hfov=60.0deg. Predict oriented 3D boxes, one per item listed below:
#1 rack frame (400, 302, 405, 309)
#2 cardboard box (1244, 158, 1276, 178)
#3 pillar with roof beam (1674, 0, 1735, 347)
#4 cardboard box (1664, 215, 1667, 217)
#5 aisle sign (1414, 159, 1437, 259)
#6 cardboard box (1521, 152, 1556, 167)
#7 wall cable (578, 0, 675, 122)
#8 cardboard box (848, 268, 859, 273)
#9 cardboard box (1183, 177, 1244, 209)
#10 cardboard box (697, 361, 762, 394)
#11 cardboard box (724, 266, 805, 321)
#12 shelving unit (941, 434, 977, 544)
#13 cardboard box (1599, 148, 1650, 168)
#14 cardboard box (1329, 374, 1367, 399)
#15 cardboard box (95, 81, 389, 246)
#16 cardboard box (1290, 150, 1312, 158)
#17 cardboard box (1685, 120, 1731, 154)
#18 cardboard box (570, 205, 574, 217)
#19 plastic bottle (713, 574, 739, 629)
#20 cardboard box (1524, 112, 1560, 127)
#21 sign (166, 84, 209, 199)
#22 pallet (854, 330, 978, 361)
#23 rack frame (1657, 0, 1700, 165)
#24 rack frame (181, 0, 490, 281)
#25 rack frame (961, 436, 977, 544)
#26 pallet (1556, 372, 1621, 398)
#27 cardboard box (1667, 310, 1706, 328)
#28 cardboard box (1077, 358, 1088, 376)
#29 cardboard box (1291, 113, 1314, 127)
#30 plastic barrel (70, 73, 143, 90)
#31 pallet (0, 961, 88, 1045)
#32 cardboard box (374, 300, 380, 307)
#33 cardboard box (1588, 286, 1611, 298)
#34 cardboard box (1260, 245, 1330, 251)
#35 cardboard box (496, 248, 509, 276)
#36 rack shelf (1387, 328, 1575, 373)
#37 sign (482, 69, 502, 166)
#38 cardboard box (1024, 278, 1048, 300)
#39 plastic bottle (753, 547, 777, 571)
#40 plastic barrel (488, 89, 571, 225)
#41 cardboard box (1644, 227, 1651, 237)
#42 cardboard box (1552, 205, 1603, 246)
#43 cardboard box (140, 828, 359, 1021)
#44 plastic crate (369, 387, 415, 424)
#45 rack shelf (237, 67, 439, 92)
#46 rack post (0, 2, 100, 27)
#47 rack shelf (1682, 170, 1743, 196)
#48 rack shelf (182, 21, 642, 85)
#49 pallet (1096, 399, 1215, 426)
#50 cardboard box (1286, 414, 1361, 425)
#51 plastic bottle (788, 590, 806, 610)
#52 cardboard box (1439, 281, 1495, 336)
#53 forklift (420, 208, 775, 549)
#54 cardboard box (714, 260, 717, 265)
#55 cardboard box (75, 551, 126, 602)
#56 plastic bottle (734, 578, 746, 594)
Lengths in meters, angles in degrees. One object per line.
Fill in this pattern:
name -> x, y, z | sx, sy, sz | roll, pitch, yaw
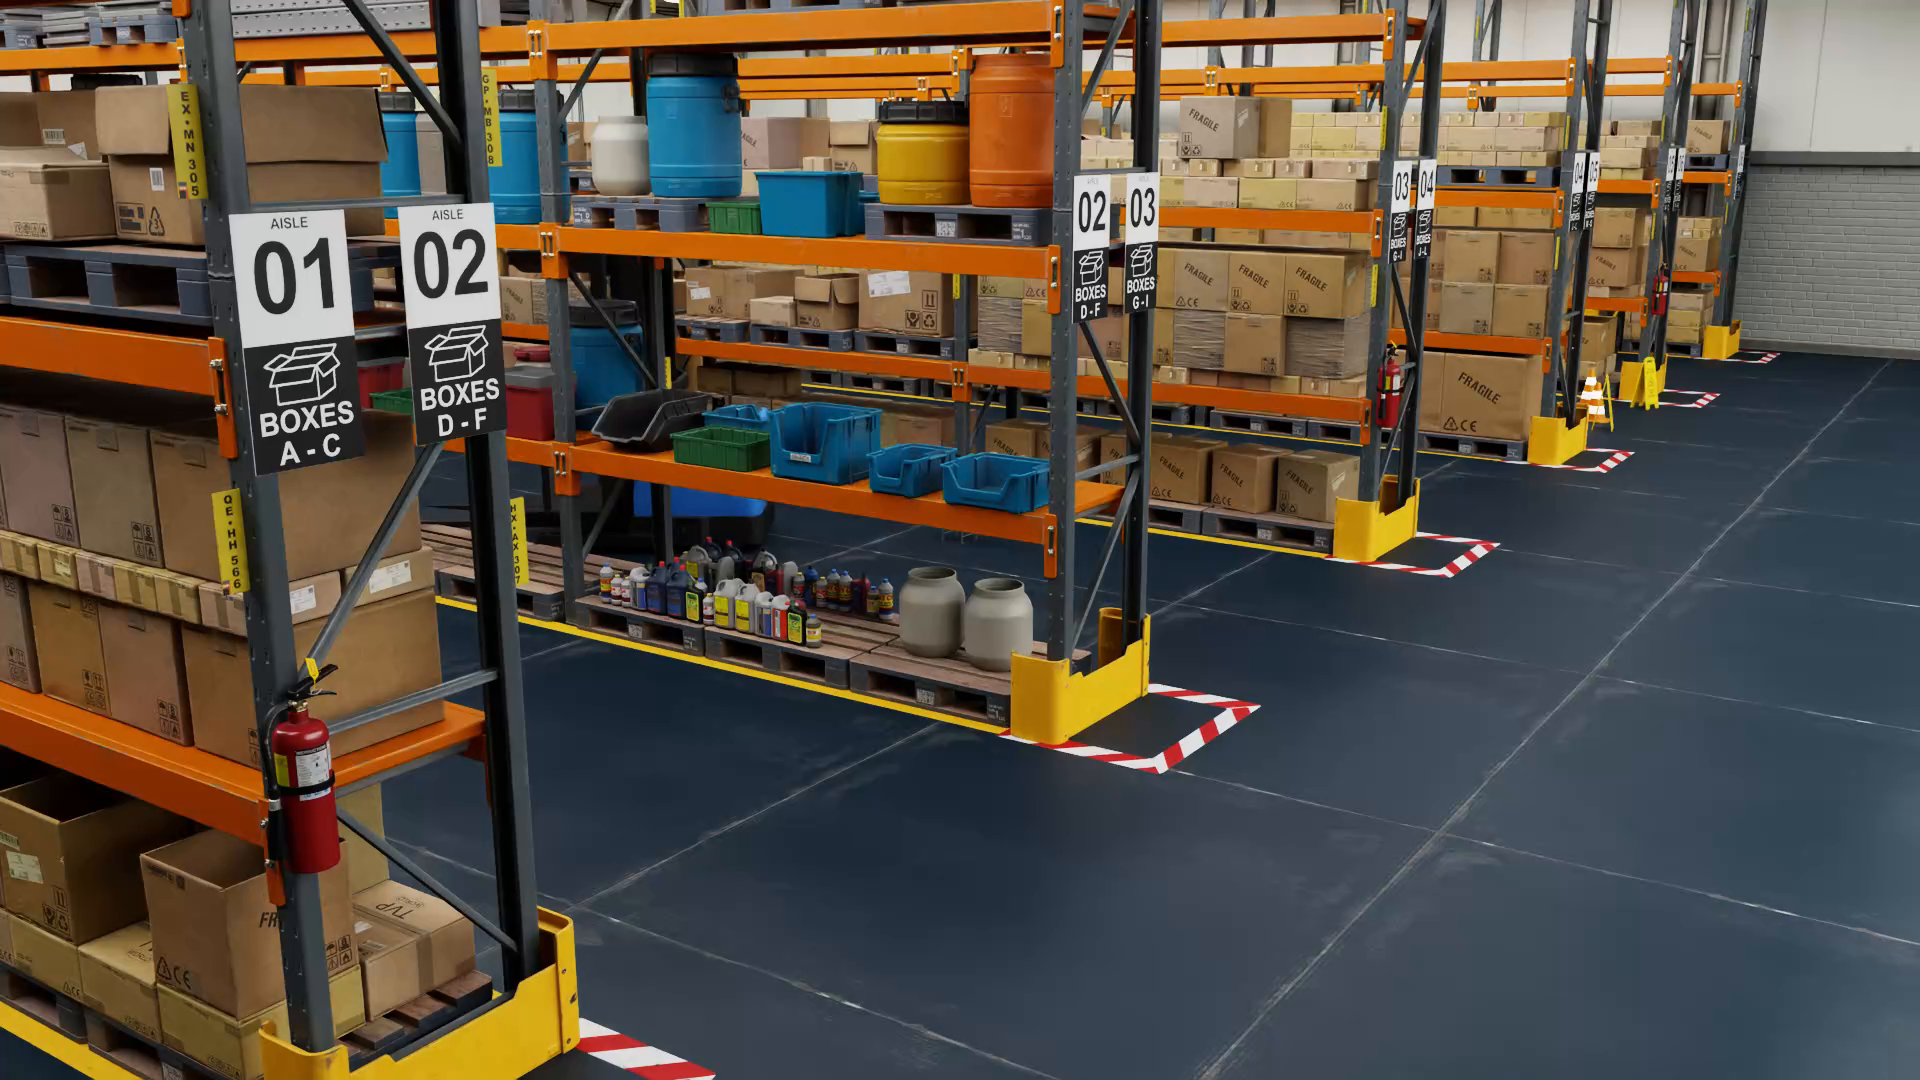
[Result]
rack frame -> -6.365, -3.006, 20.225 | 0.127, 3.000, 1.000 | 9, 17, 33
cardboard box -> 2.528, -3.051, 13.645 | 0.250, 0.149, 0.380 | 9, 17, 33
pillar with roof beam -> 9.413, -6.690, 22.621 | 0.400, 9.000, 9.100 | 9, 17, 33
cardboard box -> 11.109, -5.069, 26.381 | 0.250, 0.149, 0.380 | 9, 17, 33
aisle sign -> 3.812, -2.710, 13.619 | 0.004, 0.787, 0.394 | 9, 17, 33
cardboard box -> 5.980, -3.936, 17.178 | 0.250, 0.149, 0.380 | 9, 17, 33
wall cable -> -7.022, -9.856, 35.331 | 0.133, 3.039, 2.988 | 9, 17, 33
cardboard box -> -1.278, -3.570, 22.150 | 0.250, 0.149, 0.380 | 10, 17, 34
cardboard box -> 2.215, -2.931, 13.990 | 0.500, 0.250, 0.500 | 10, 17, 34
cardboard box -> -2.473, -1.750, 17.876 | 0.500, 0.250, 0.500 | 10, 17, 35
cardboard box -> -2.056, -2.603, 17.513 | 0.500, 0.500, 0.700 | 12, 19, 41
shelving unit -> -0.007, -0.438, 14.219 | 0.210, 0.900, 0.258 | 9, 17, 33
cardboard box -> 8.549, -4.915, 21.388 | 0.500, 0.250, 0.500 | 9, 16, 32
cardboard box -> 3.241, -1.272, 13.742 | 0.250, 0.149, 0.380 | 9, 17, 33
cardboard box -> -2.414, -1.278, 5.621 | 0.637, 0.503, 0.797 | 11, 17, 37
cardboard box -> 3.868, -4.277, 18.556 | 0.250, 0.149, 0.380 | 9, 16, 32
cardboard box -> 11.387, -6.131, 25.314 | 0.500, 0.500, 0.500 | 10, 17, 35
cardboard box -> -5.766, -4.943, 25.139 | 0.500, 0.500, 0.500 | 9, 16, 32
plastic bottle -> -1.543, 0.400, 11.063 | 0.185, 0.351, 0.144 | 9, 17, 32
cardboard box -> 5.976, -4.323, 17.085 | 0.250, 0.149, 0.380 | 9, 17, 33
sign -> -2.253, -1.163, 4.860 | 0.005, 0.325, 0.100 | 9, 17, 33
pallet -> -0.279, -1.972, 16.445 | 1.213, 0.211, 1.003 | 9, 17, 33
rack frame -> 9.124, -6.285, 20.985 | 0.127, 3.000, 1.000 | 9, 17, 33
rack frame -> -1.939, -2.334, 5.026 | 0.127, 3.000, 1.000 | 9, 17, 33
rack frame -> 0.078, -0.424, 14.164 | 0.006, 0.900, 0.240 | 9, 17, 33
pallet -> 8.406, -2.145, 22.551 | 1.213, 0.211, 1.003 | 9, 17, 33
cardboard box -> 11.312, -3.478, 25.938 | 0.500, 0.250, 0.500 | 9, 16, 32
cardboard box -> 1.105, -1.585, 15.007 | 0.250, 0.149, 0.380 | 9, 17, 33
cardboard box -> 3.871, -4.664, 18.460 | 0.250, 0.149, 0.380 | 9, 16, 32
plastic barrel -> -7.627, -3.723, 14.963 | 0.708, 0.901, 0.600 | 9, 17, 33
pallet -> -3.605, 1.673, 7.124 | 1.213, 0.211, 1.003 | 9, 17, 33
cardboard box -> -7.015, -2.894, 20.296 | 0.250, 0.149, 0.380 | 10, 17, 34
cardboard box -> 8.422, -3.270, 21.814 | 0.250, 0.149, 0.380 | 9, 16, 32
cardboard box -> 2.878, -2.272, 14.350 | 0.500, 0.500, 0.500 | 9, 17, 33
cardboard box -> -5.267, -3.363, 19.372 | 0.637, 0.503, 0.797 | 9, 17, 33
rack shelf -> 4.785, -2.291, 18.834 | 4.000, 0.370, 1.077 | 9, 17, 33
sign -> -1.624, -1.451, 5.715 | 0.005, 0.325, 0.100 | 9, 17, 33
cardboard box -> 0.921, -2.434, 15.005 | 0.500, 0.500, 0.500 | 9, 17, 33
plastic bottle -> -1.368, 0.224, 11.771 | 0.185, 0.351, 0.144 | 9, 17, 32
plastic barrel -> -3.034, -2.670, 11.581 | 0.708, 0.901, 0.600 | 9, 17, 33
cardboard box -> 10.838, -4.828, 26.026 | 0.250, 0.149, 0.380 | 9, 17, 32
cardboard box -> 8.162, -4.145, 21.919 | 0.500, 0.500, 0.700 | 9, 17, 33
cardboard box -> -2.550, 1.332, 5.987 | 0.500, 0.500, 0.500 | 9, 17, 33
plastic crate -> -4.093, -1.020, 12.643 | 0.662, 0.188, 0.450 | 9, 17, 33
rack shelf -> -8.024, -5.643, 20.722 | 4.000, 0.370, 1.077 | 9, 17, 33
rack post -> -8.447, -4.775, 15.042 | 0.954, 0.300, 0.937 | 9, 16, 32
rack shelf -> 10.231, -5.738, 26.515 | 4.000, 0.370, 1.077 | 9, 17, 33
rack shelf -> -4.150, -3.583, 12.398 | 4.000, 0.370, 1.077 | 9, 17, 33
pallet -> 2.443, -1.644, 20.523 | 1.213, 0.211, 1.003 | 9, 17, 33
cardboard box -> 4.359, -1.863, 19.154 | 0.875, 0.875, 0.875 | 9, 17, 33
plastic bottle -> -1.075, 0.476, 10.894 | 0.133, 0.283, 0.061 | 9, 17, 33
cardboard box -> 5.643, -2.555, 18.091 | 0.550, 0.550, 0.875 | 9, 17, 33
forklift -> -3.163, -1.439, 14.038 | 3.031, 2.935, 1.130 | 0, 14, 0
cardboard box -> -3.442, -3.919, 23.561 | 0.250, 0.149, 0.380 | 8, 16, 30
cardboard box -> -3.000, 0.098, 6.127 | 0.250, 0.149, 0.380 | 9, 17, 34
plastic bottle -> -1.481, 0.403, 11.205 | 0.135, 0.276, 0.152 | 9, 17, 33
